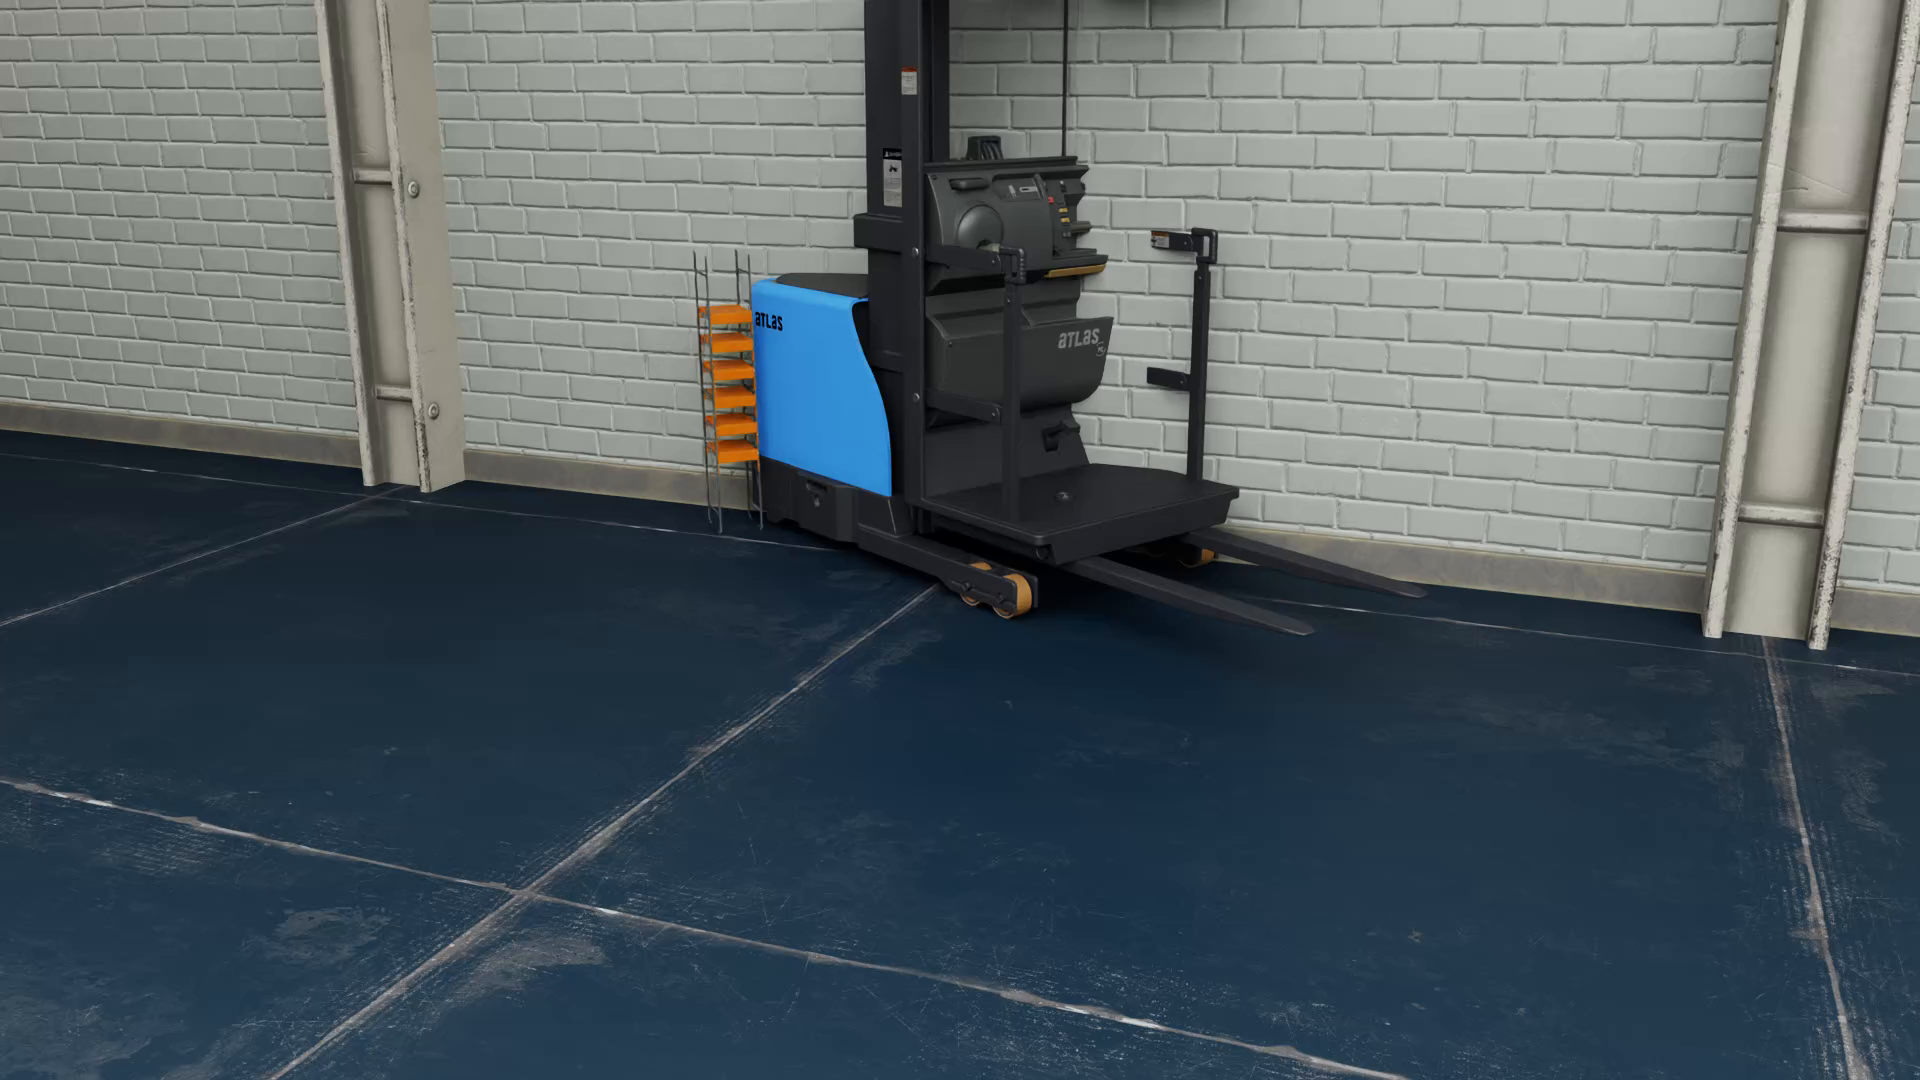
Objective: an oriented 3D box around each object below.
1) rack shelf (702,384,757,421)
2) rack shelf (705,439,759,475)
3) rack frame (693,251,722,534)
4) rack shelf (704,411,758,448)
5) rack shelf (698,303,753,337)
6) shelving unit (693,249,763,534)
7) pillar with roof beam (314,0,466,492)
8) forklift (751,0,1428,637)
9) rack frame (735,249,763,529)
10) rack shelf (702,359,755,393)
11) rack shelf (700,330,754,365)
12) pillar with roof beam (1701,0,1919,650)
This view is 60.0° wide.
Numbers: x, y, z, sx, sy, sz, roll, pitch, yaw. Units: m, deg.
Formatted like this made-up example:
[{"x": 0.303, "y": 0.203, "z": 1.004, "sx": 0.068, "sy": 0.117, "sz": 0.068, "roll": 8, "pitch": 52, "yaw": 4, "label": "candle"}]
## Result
[{"x": -1.007, "y": -0.601, "z": 7.245, "sx": 0.180, "sy": 0.103, "sz": 0.258, "roll": -7, "pitch": 17, "yaw": -20, "label": "rack shelf"}, {"x": -1.003, "y": -0.371, "z": 7.312, "sx": 0.180, "sy": 0.103, "sz": 0.258, "roll": -7, "pitch": 17, "yaw": -20, "label": "rack shelf"}, {"x": -1.092, "y": -0.633, "z": 7.201, "sx": 0.006, "sy": 1.200, "sz": 0.240, "roll": -7, "pitch": 17, "yaw": -20, "label": "rack frame"}, {"x": -1.005, "y": -0.486, "z": 7.278, "sx": 0.180, "sy": 0.103, "sz": 0.258, "roll": -7, "pitch": 17, "yaw": -20, "label": "rack shelf"}, {"x": -1.011, "y": -0.947, "z": 7.144, "sx": 0.180, "sy": 0.103, "sz": 0.258, "roll": -7, "pitch": 17, "yaw": -20, "label": "rack shelf"}, {"x": -1.007, "y": -0.644, "z": 7.232, "sx": 0.189, "sy": 1.200, "sz": 0.258, "roll": -7, "pitch": 17, "yaw": -20, "label": "shelving unit"}, {"x": -4.246, "y": -3.492, "z": 3.061, "sx": 0.400, "sy": 9.000, "sz": 9.100, "roll": 6, "pitch": 17, "yaw": 21, "label": "pillar with roof beam"}, {"x": 0.396, "y": -1.274, "z": 6.304, "sx": 1.130, "sy": 2.935, "sz": 3.031, "roll": -13, "pitch": 21, "yaw": -38, "label": "forklift"}, {"x": -0.922, "y": -0.654, "z": 7.264, "sx": 0.006, "sy": 1.200, "sz": 0.240, "roll": -7, "pitch": 17, "yaw": -20, "label": "rack frame"}, {"x": -1.008, "y": -0.716, "z": 7.211, "sx": 0.180, "sy": 0.103, "sz": 0.258, "roll": -7, "pitch": 17, "yaw": -20, "label": "rack shelf"}, {"x": -1.010, "y": -0.831, "z": 7.178, "sx": 0.180, "sy": 0.103, "sz": 0.258, "roll": -7, "pitch": 17, "yaw": -20, "label": "rack shelf"}, {"x": 1.335, "y": -2.878, "z": 0.947, "sx": 0.400, "sy": 9.000, "sz": 9.100, "roll": 6, "pitch": 17, "yaw": 21, "label": "pillar with roof beam"}]
